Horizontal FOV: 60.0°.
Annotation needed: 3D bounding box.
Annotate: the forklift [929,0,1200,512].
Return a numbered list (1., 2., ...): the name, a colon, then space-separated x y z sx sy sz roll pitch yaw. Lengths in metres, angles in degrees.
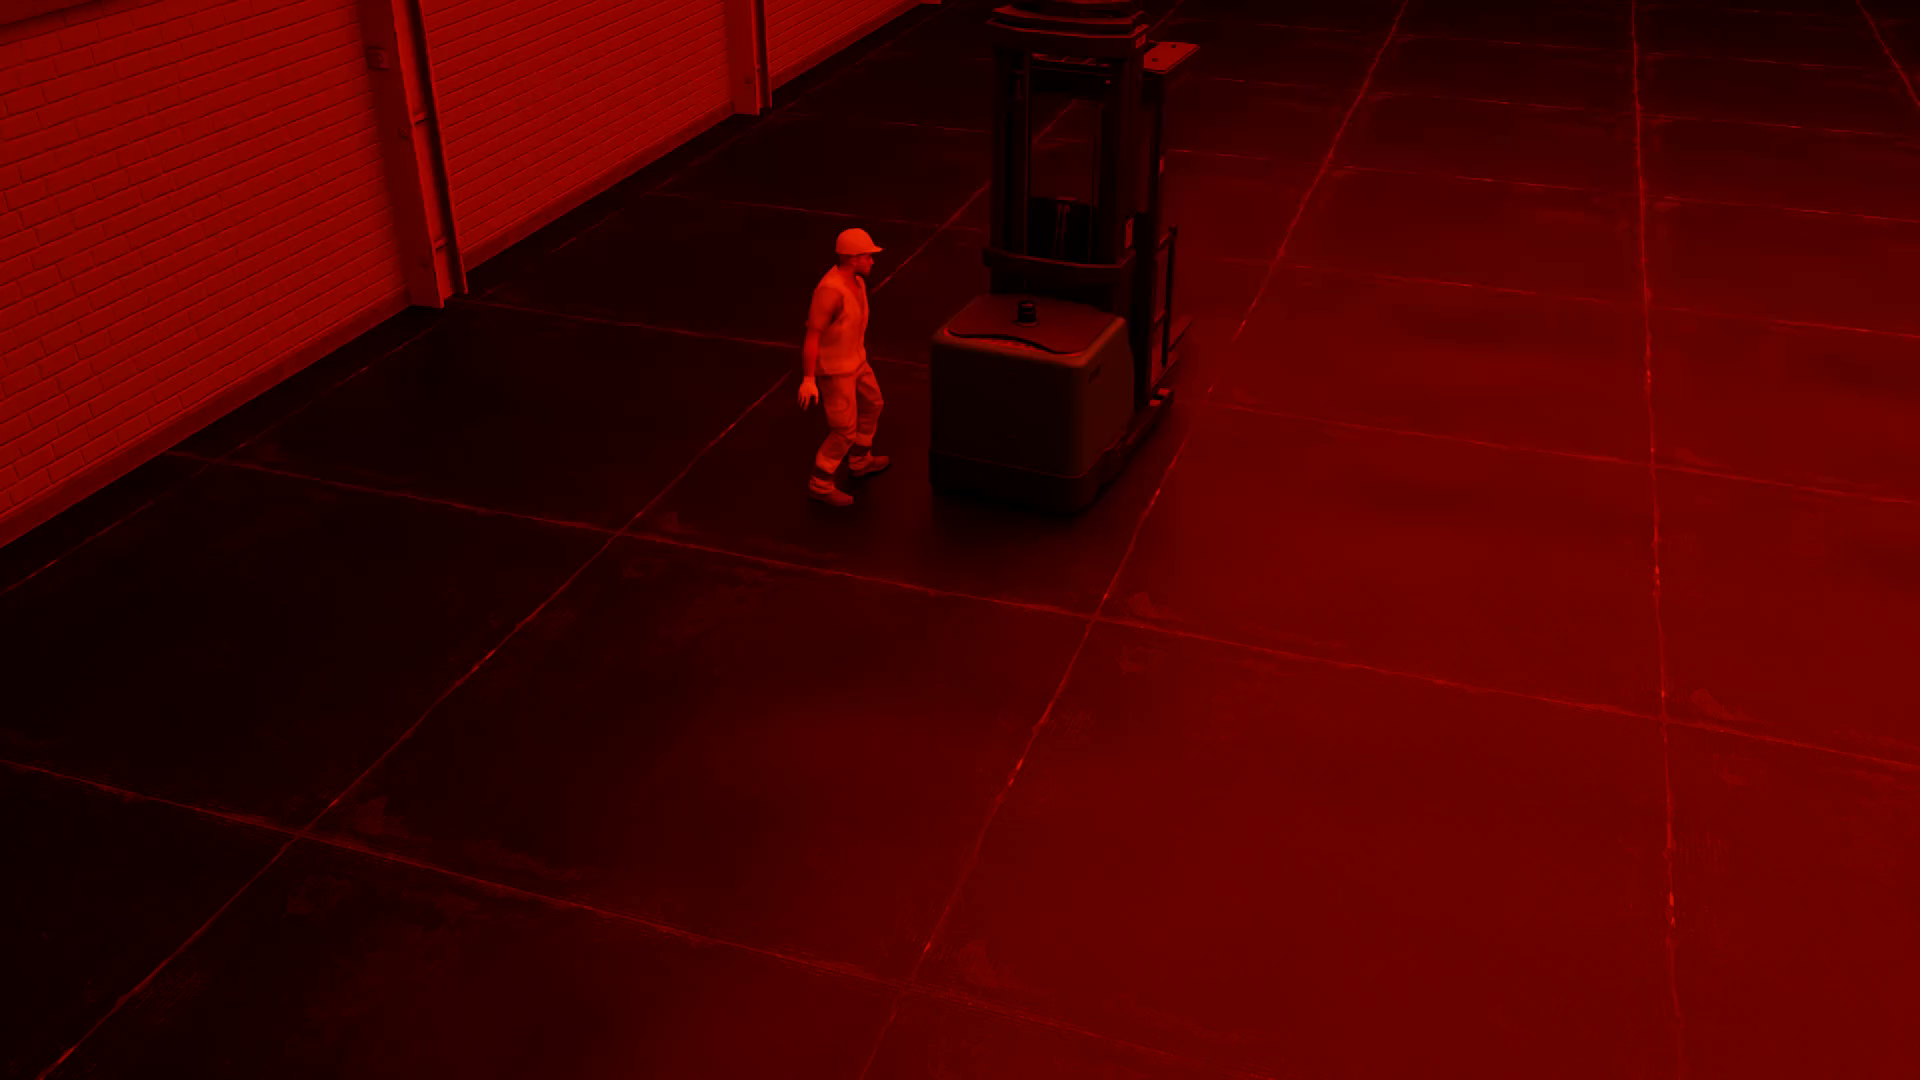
1. forklift: 0.857 -2.158 10.921 1.130 2.935 3.031 12 32 20

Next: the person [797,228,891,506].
1. person: -0.702 -1.058 10.209 0.454 1.749 0.879 8 31 15
